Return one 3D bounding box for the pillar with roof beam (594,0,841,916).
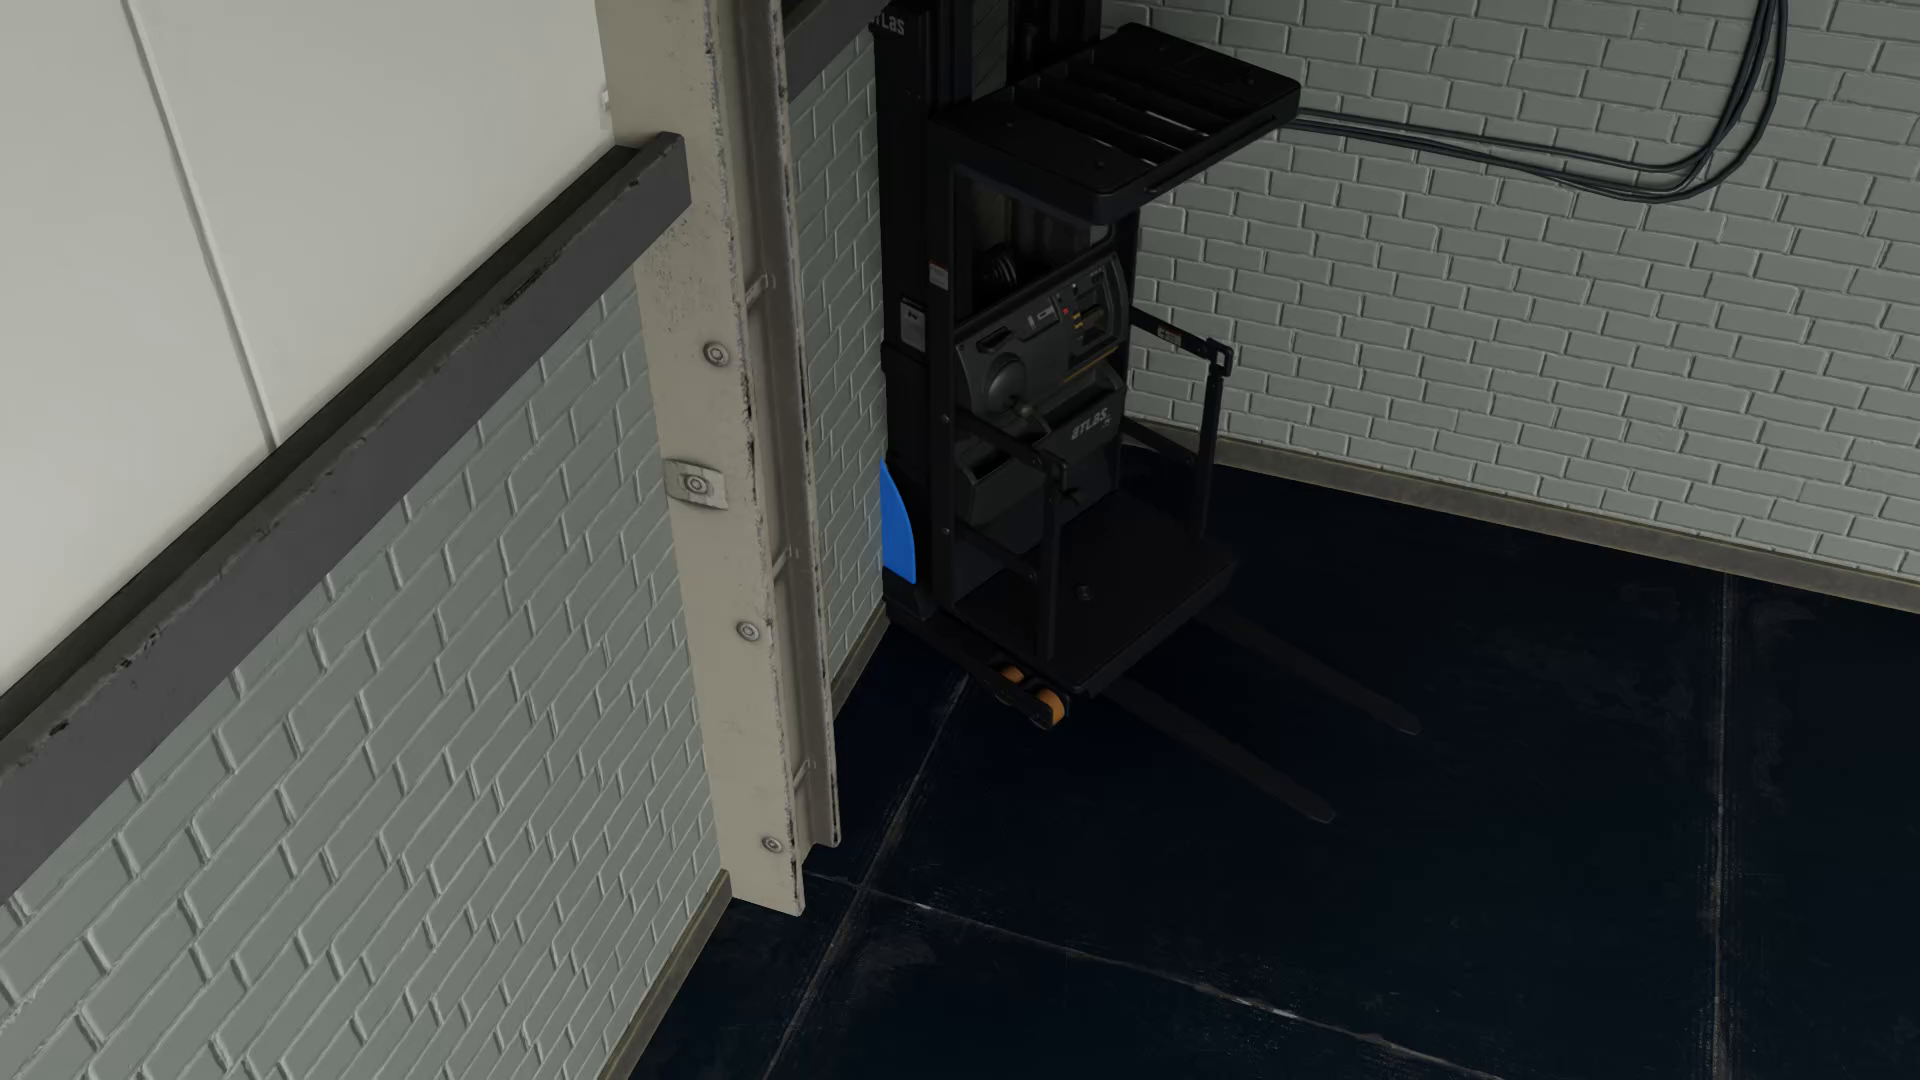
[{"bbox_3d":[3.381,-1.243,2.228,9.100,9.000,0.400,13,42,15],"label":"pillar with roof beam"}]

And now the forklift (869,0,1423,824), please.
[{"bbox_3d":[0.484,-0.730,6.301,3.031,2.935,1.130,31,50,31],"label":"forklift"}]

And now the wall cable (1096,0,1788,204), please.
[{"bbox_3d":[1.586,-2.521,6.118,3.097,2.526,0.112,13,42,15],"label":"wall cable"}]
